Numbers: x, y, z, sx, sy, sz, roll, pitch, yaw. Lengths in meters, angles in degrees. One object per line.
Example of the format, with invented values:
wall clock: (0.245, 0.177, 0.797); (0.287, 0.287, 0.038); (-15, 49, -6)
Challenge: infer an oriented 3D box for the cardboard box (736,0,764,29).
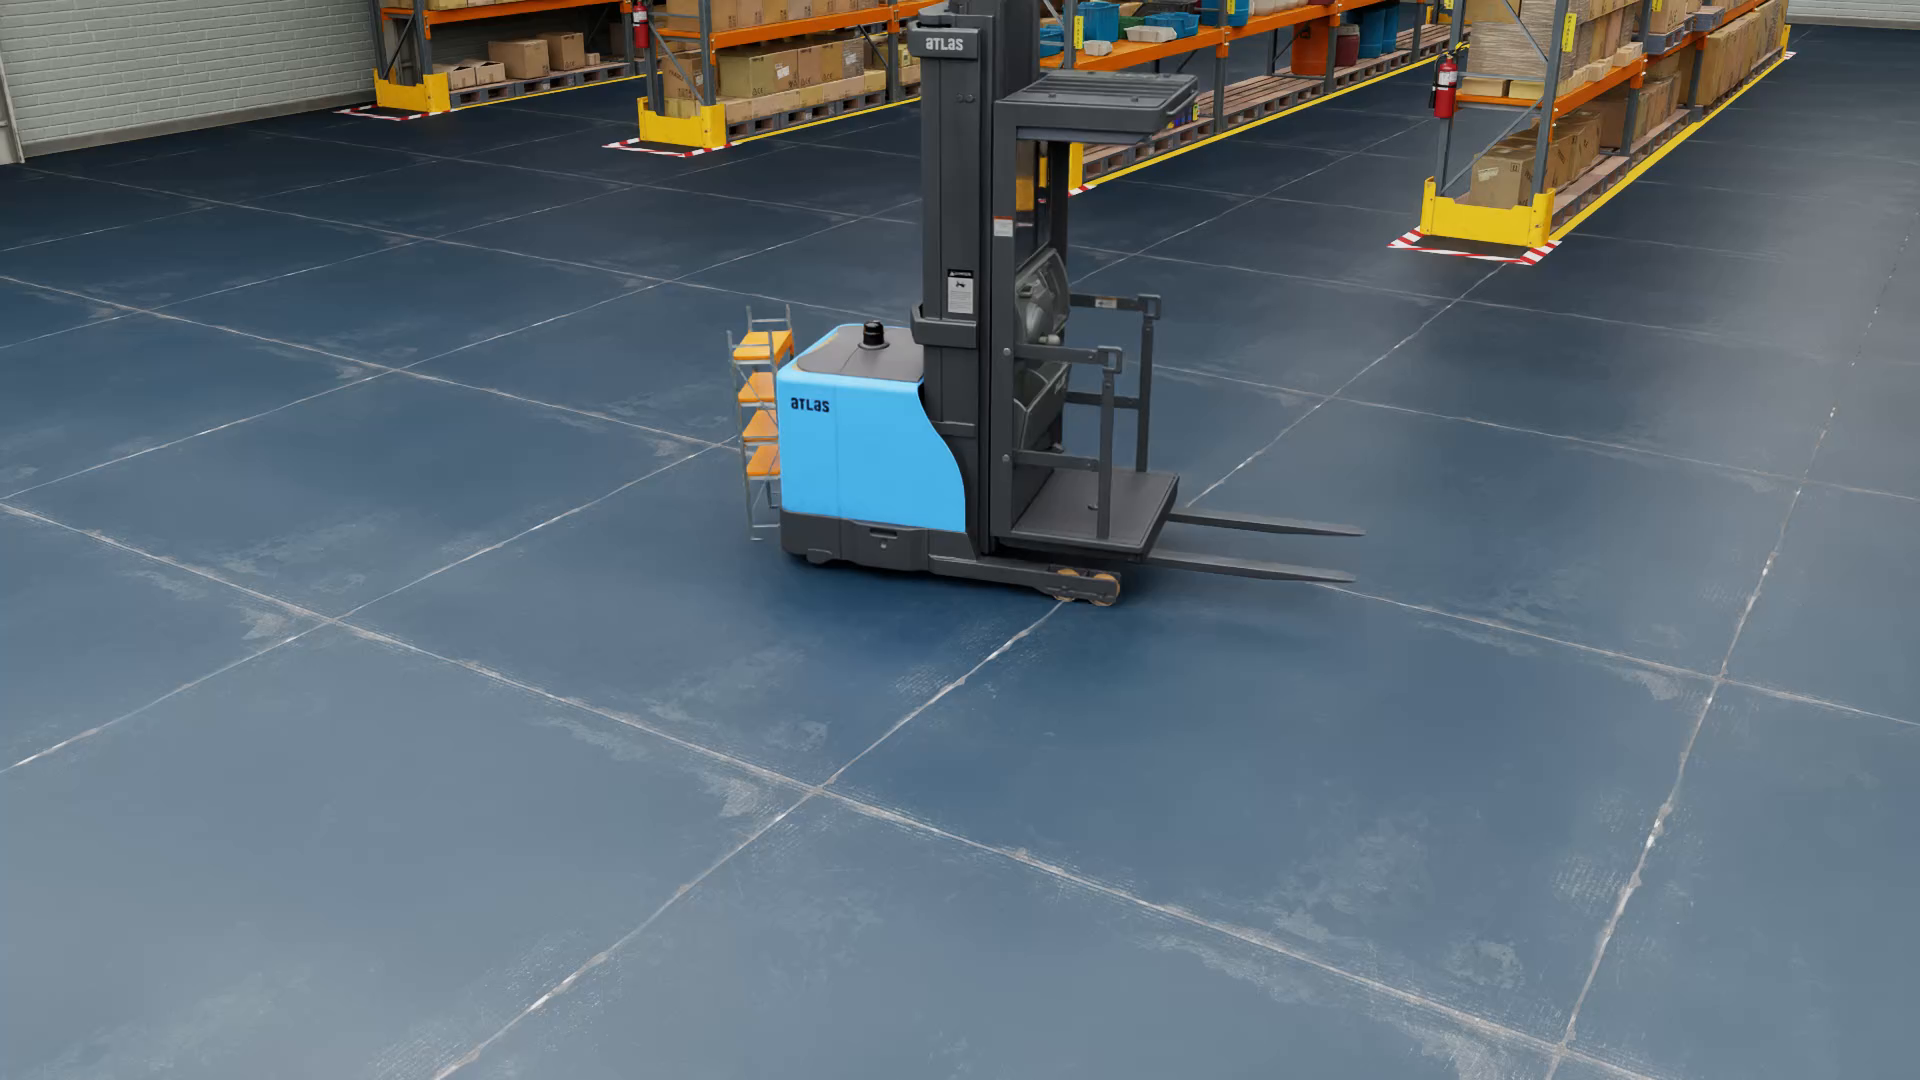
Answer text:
cardboard box: (-2.903, -6.714, 20.858); (0.700, 0.500, 0.500); (15, 27, 30)

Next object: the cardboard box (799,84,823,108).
cardboard box: (-2.168, -5.906, 22.050); (0.500, 0.250, 0.500); (14, 27, 29)

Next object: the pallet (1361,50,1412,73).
pallet: (6.661, -7.815, 27.036); (1.003, 0.211, 1.213); (14, 27, 29)

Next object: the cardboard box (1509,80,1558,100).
cardboard box: (5.334, -4.189, 15.466); (0.380, 0.149, 0.250); (14, 27, 29)

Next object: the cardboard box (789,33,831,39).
cardboard box: (-2.091, -6.699, 22.937); (0.500, 0.500, 0.500); (14, 27, 29)

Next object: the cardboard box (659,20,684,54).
cardboard box: (-4.929, -8.214, 27.040); (0.700, 0.500, 0.500); (13, 27, 28)

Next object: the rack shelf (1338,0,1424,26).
rack shelf: (6.048, -8.341, 25.647); (1.077, 0.370, 4.000); (14, 27, 29)

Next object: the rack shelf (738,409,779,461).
rack shelf: (-1.050, -0.588, 9.249); (0.258, 0.148, 0.480); (-1, 23, 6)

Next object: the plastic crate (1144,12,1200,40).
plastic crate: (2.530, -6.147, 19.861); (0.499, 0.251, 0.616); (14, 27, 29)

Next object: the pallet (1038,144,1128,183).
pallet: (1.207, -4.325, 18.974); (1.003, 0.211, 1.213); (14, 27, 29)

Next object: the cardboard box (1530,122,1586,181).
cardboard box: (6.290, -4.106, 17.577); (0.500, 0.500, 0.500); (11, 26, 24)

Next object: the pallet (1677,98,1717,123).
pallet: (9.681, -5.929, 22.679); (1.003, 0.211, 1.213); (14, 27, 29)

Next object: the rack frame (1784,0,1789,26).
rack frame: (13.421, -9.658, 27.784); (1.000, 3.000, 0.127); (14, 27, 29)

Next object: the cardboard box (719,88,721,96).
cardboard box: (-3.147, -5.680, 21.528); (0.500, 0.250, 0.500); (14, 27, 29)

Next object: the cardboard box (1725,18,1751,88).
cardboard box: (10.520, -7.004, 23.798); (1.225, 0.875, 0.875); (13, 27, 27)

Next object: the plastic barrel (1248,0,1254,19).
plastic barrel: (3.574, -6.985, 21.439); (0.433, 0.535, 0.433); (0, 23, 0)

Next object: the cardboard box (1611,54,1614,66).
cardboard box: (6.624, -5.040, 17.432); (0.380, 0.149, 0.250); (14, 27, 29)

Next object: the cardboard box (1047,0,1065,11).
cardboard box: (1.643, -9.165, 28.294); (0.500, 0.250, 0.500); (13, 27, 28)

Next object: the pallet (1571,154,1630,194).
pallet: (6.767, -4.094, 18.441); (1.003, 0.211, 1.213); (14, 27, 29)

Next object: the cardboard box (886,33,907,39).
cardboard box: (-0.818, -7.415, 24.829); (0.500, 0.311, 0.500); (14, 27, 29)

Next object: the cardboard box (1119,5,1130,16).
cardboard box: (2.612, -9.048, 28.968); (0.500, 0.500, 0.500); (14, 27, 29)

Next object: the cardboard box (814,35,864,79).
cardboard box: (-1.655, -6.591, 22.689); (0.500, 0.500, 0.500); (14, 27, 29)

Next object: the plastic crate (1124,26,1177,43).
plastic crate: (2.242, -5.924, 19.490); (0.530, 0.136, 0.437); (14, 27, 29)

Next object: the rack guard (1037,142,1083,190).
rack guard: (0.773, -4.184, 18.286); (1.175, 0.500, 0.348); (14, 27, 29)

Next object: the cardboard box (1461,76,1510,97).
cardboard box: (4.956, -4.282, 15.682); (0.380, 0.149, 0.250); (14, 27, 29)

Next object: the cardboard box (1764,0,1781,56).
cardboard box: (12.671, -8.336, 26.875); (0.875, 0.875, 0.875); (14, 27, 29)

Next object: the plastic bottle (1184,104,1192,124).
plastic bottle: (2.788, -5.354, 20.623); (0.144, 0.351, 0.185); (13, 27, 28)

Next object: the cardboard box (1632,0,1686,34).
cardboard box: (7.629, -6.315, 18.777); (1.000, 1.000, 1.000); (14, 27, 29)

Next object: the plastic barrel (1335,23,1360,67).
plastic barrel: (5.833, -7.632, 25.610); (0.600, 0.588, 0.708); (14, 27, 29)

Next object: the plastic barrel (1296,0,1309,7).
plastic barrel: (4.632, -7.655, 23.017); (0.421, 0.512, 0.421); (0, 23, 0)

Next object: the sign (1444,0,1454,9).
sign: (4.520, -5.057, 15.301); (0.100, 0.325, 0.005); (14, 27, 29)

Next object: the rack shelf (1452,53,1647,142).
rack shelf: (6.036, -4.603, 17.012); (1.077, 0.370, 4.000); (14, 27, 29)

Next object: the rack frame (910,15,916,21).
rack frame: (-1.313, -11.422, 31.859); (1.000, 3.000, 0.127); (14, 27, 29)

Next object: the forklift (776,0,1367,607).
forklift: (0.609, -1.241, 8.426); (3.031, 2.935, 1.130); (7, 24, 16)

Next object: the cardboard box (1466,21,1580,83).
cardboard box: (5.295, -4.620, 15.646); (0.875, 0.500, 0.500); (14, 27, 29)

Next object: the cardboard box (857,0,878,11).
cardboard box: (-1.552, -7.580, 22.858); (0.700, 0.500, 0.500); (13, 27, 28)

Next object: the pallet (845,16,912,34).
pallet: (-1.656, -9.866, 31.775); (1.003, 0.211, 1.213); (14, 27, 29)

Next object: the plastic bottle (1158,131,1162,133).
plastic bottle: (2.389, -5.012, 20.021); (0.097, 0.201, 0.097); (0, 23, 0)

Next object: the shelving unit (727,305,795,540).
shelving unit: (-1.054, -0.650, 9.223); (0.258, 1.200, 0.503); (-1, 23, 6)

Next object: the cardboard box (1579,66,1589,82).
cardboard box: (5.988, -4.612, 16.444); (0.380, 0.149, 0.250); (14, 27, 29)

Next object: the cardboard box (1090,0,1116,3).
cardboard box: (2.435, -9.328, 29.614); (0.500, 0.500, 0.500); (13, 26, 27)

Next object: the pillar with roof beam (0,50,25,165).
pillar with roof beam: (-7.517, -7.615, 15.514); (9.100, 9.000, 0.400); (14, 27, 29)

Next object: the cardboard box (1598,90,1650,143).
cardboard box: (7.701, -5.022, 19.668); (0.700, 0.500, 0.500); (14, 27, 29)

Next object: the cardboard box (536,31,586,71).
cardboard box: (-6.047, -7.418, 25.202); (0.500, 0.500, 0.500); (12, 26, 25)

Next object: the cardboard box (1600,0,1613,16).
cardboard box: (6.035, -5.364, 16.106); (0.500, 0.500, 0.500); (14, 27, 29)

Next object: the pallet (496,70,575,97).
pallet: (-6.500, -6.795, 24.680); (1.003, 0.211, 1.213); (14, 27, 29)

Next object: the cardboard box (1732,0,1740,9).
cardboard box: (10.491, -7.627, 22.967); (0.500, 0.500, 0.500); (14, 27, 29)

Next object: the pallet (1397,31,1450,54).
pallet: (8.101, -8.736, 29.164); (1.003, 0.211, 1.213); (14, 27, 29)

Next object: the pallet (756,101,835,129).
pallet: (-2.421, -5.732, 22.226); (1.003, 0.211, 1.213); (14, 27, 29)

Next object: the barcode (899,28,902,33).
barcode: (-0.835, -7.179, 23.442); (0.001, 0.075, 0.075); (14, 27, 29)

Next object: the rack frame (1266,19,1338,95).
rack frame: (4.993, -7.996, 23.944); (1.000, 3.000, 0.127); (14, 27, 29)
